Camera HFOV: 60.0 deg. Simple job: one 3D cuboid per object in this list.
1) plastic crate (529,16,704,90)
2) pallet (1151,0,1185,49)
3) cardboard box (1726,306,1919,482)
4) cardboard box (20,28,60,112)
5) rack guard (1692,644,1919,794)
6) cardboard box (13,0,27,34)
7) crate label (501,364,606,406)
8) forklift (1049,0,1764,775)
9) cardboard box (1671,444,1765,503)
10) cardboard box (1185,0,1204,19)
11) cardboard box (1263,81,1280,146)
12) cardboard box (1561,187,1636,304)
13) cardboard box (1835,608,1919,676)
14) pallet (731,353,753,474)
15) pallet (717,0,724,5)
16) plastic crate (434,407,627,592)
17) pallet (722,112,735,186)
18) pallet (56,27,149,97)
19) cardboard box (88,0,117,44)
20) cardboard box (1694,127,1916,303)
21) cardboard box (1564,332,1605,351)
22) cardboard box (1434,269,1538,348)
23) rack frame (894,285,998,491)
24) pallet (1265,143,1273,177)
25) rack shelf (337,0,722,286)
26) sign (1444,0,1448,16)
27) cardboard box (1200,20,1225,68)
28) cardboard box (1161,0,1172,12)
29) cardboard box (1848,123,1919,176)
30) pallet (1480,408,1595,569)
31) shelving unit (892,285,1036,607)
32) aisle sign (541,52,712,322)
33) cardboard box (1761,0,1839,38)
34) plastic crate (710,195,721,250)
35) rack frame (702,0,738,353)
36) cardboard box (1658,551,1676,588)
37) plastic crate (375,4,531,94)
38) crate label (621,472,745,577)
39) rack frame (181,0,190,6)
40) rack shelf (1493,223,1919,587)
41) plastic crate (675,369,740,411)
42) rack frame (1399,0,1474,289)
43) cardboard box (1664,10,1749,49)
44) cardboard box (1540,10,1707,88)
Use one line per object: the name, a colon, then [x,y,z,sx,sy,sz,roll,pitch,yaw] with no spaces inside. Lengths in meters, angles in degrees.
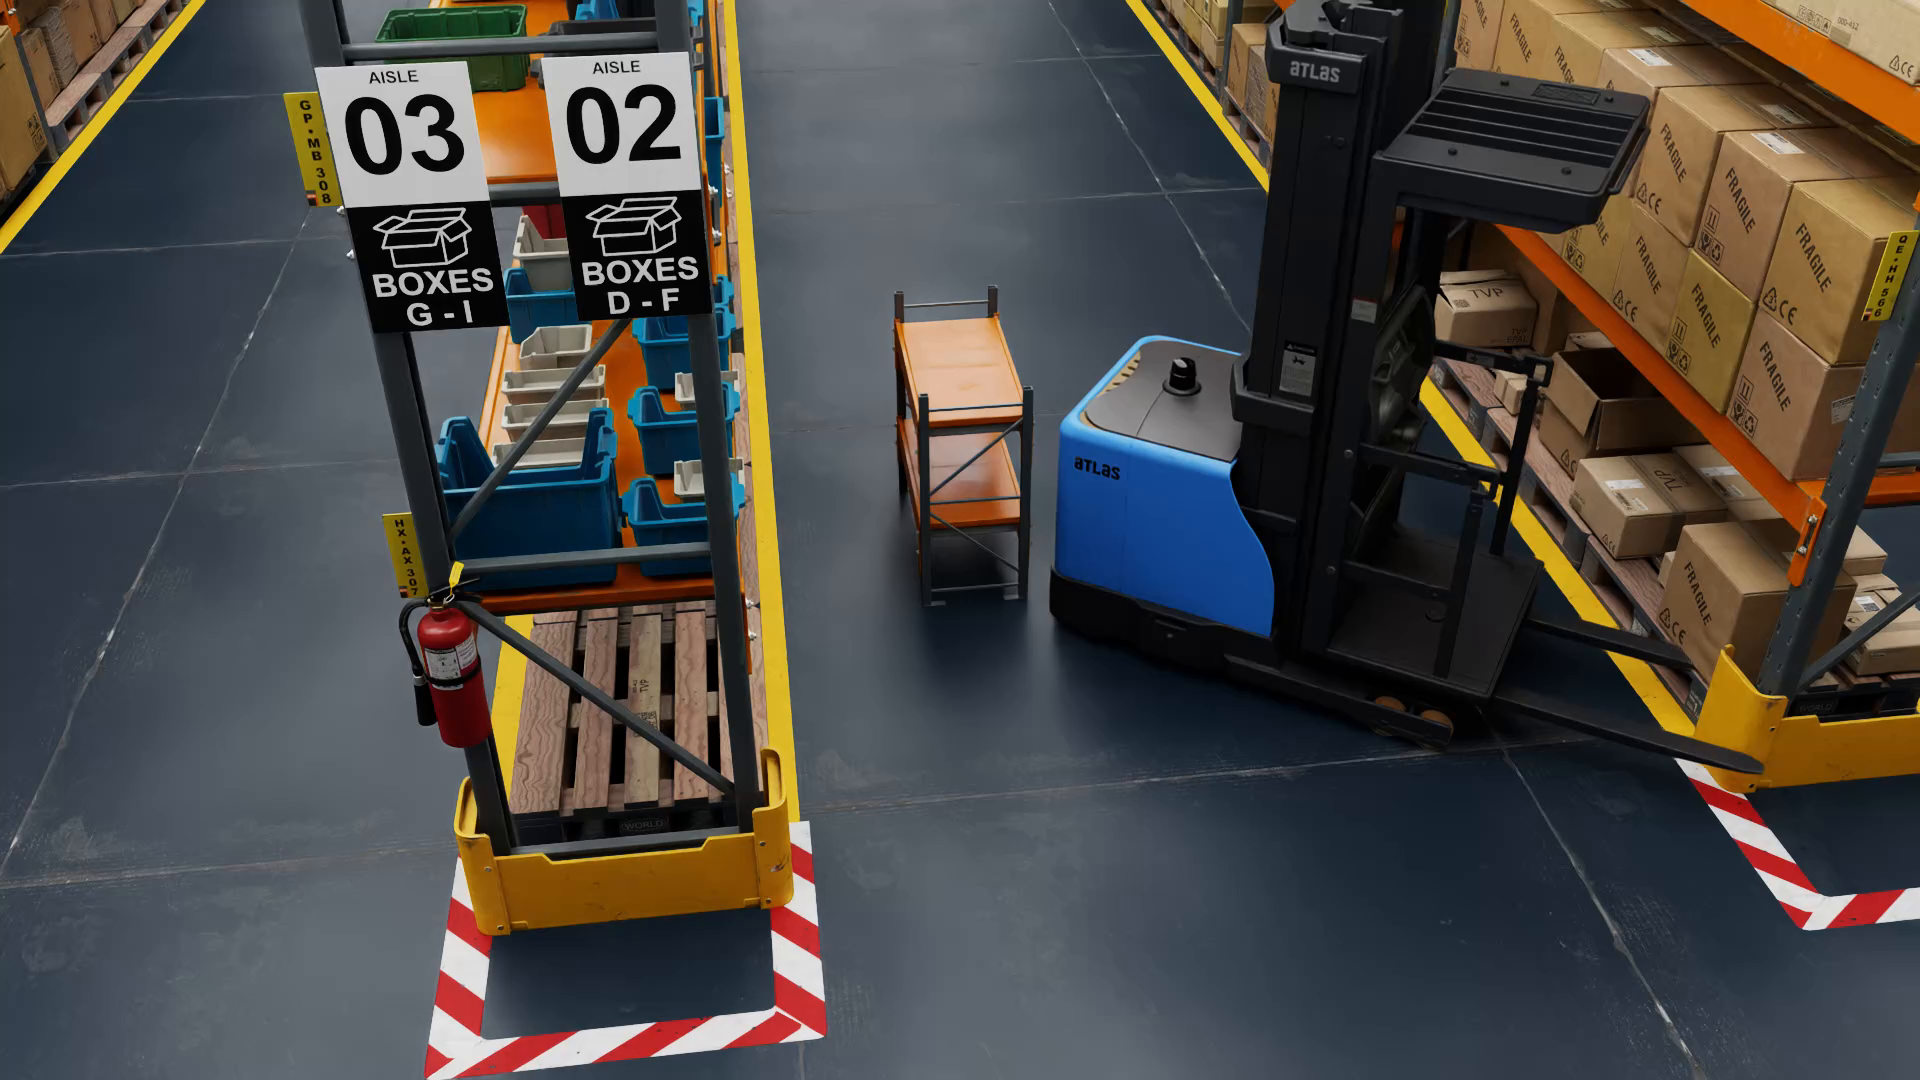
plastic crate: [-1.015,-1.353,5.024,0.497,0.269,0.590,-4,35,-6]
pallet: [2.361,-4.758,15.044,1.003,0.211,1.213,-4,35,-6]
cardboard box: [3.340,-0.575,6.341,0.500,0.500,0.500,-3,34,-5]
cardboard box: [-7.333,-3.542,12.612,0.700,0.500,0.500,-6,35,-9]
rack guard: [3.660,0.686,6.799,1.175,0.500,0.348,-4,35,-6]
cardboard box: [-7.343,-3.851,12.400,0.500,0.250,0.500,-3,34,-4]
crate label: [-1.615,-0.605,6.655,0.396,0.136,0.243,-4,35,-6]
forklift: [1.958,-0.675,6.637,3.031,2.935,1.130,16,38,23]
cardboard box: [3.743,-0.233,7.979,0.500,0.250,0.500,-4,35,-6]
cardboard box: [2.203,-4.601,13.908,0.500,0.311,0.500,-5,35,-7]
cardboard box: [2.510,-3.070,11.920,0.500,0.500,0.500,-5,35,-7]
cardboard box: [3.137,-1.424,7.588,0.500,0.500,0.500,-5,35,-7]
cardboard box: [3.954,0.432,7.093,0.380,0.149,0.250,-4,35,-6]
pallet: [-1.640,-0.604,8.949,1.003,0.211,1.213,-4,35,-6]
pallet: [-2.709,-5.040,15.458,1.003,0.211,1.213,-4,35,-6]
plastic crate: [-1.469,-0.143,5.712,0.616,0.435,0.499,-4,35,-6]
pallet: [-2.168,-2.807,12.181,1.003,0.211,1.213,-4,35,-6]
pallet: [-7.487,-3.984,13.908,1.003,0.211,1.213,-4,35,-6]
cardboard box: [-7.579,-4.477,13.986,0.700,0.500,0.500,-7,35,-10]
cardboard box: [3.269,-1.268,6.471,0.500,0.500,0.500,-3,34,-5]
cardboard box: [3.599,-1.039,9.252,0.380,0.149,0.250,-4,35,-6]
cardboard box: [2.974,-1.357,9.574,0.500,0.311,0.500,-4,35,-6]
rack frame: [-0.067,-0.745,8.344,0.500,1.125,0.032,-4,35,-6]
pallet: [2.818,-2.518,11.757,1.003,0.211,1.213,-4,35,-6]
rack shelf: [-1.508,-1.990,6.481,1.077,0.370,4.000,-4,35,-6]
sign: [2.582,-2.971,8.918,0.100,0.325,0.005,-4,35,-6]
cardboard box: [2.281,-4.081,13.644,0.500,0.250,0.500,-4,34,-5]
cardboard box: [2.072,-4.936,14.898,0.500,0.250,0.500,-4,34,-5]
cardboard box: [3.794,-1.318,6.543,0.500,0.500,0.500,-4,34,-6]
pallet: [3.391,-0.319,8.530,1.003,0.211,1.213,-4,35,-6]
shelving unit: [0.001,-0.461,7.928,0.538,1.125,1.048,-4,35,-6]
aisle sign: [-0.935,-0.988,4.728,0.394,0.787,0.004,-4,35,-6]
cardboard box: [3.283,-2.029,6.033,0.500,0.250,0.500,-4,35,-6]
plastic crate: [-1.360,-1.470,7.935,0.437,0.125,0.590,-4,35,-6]
rack frame: [-1.777,-2.163,8.761,1.000,3.000,0.127,-4,35,-6]
cardboard box: [3.387,0.167,7.467,0.380,0.166,0.250,-4,35,-6]
plastic crate: [-1.655,-1.612,5.477,0.450,0.188,0.336,-4,35,-6]
crate label: [-0.946,-0.050,5.755,0.416,0.233,0.303,-4,35,-6]
rack frame: [-7.761,-6.253,14.761,1.000,3.000,0.127,-4,35,-6]
rack shelf: [3.401,-1.123,7.873,1.077,0.370,4.000,-4,35,-6]
plastic crate: [-0.998,-0.574,6.609,0.250,0.136,0.298,-4,35,-6]
rack frame: [3.132,-2.537,9.309,1.000,3.000,0.127,-4,35,-6]
cardboard box: [3.596,-2.162,7.782,0.500,0.500,0.500,-4,34,-6]
cardboard box: [3.055,-2.132,7.738,0.500,0.500,0.500,-5,35,-8]
